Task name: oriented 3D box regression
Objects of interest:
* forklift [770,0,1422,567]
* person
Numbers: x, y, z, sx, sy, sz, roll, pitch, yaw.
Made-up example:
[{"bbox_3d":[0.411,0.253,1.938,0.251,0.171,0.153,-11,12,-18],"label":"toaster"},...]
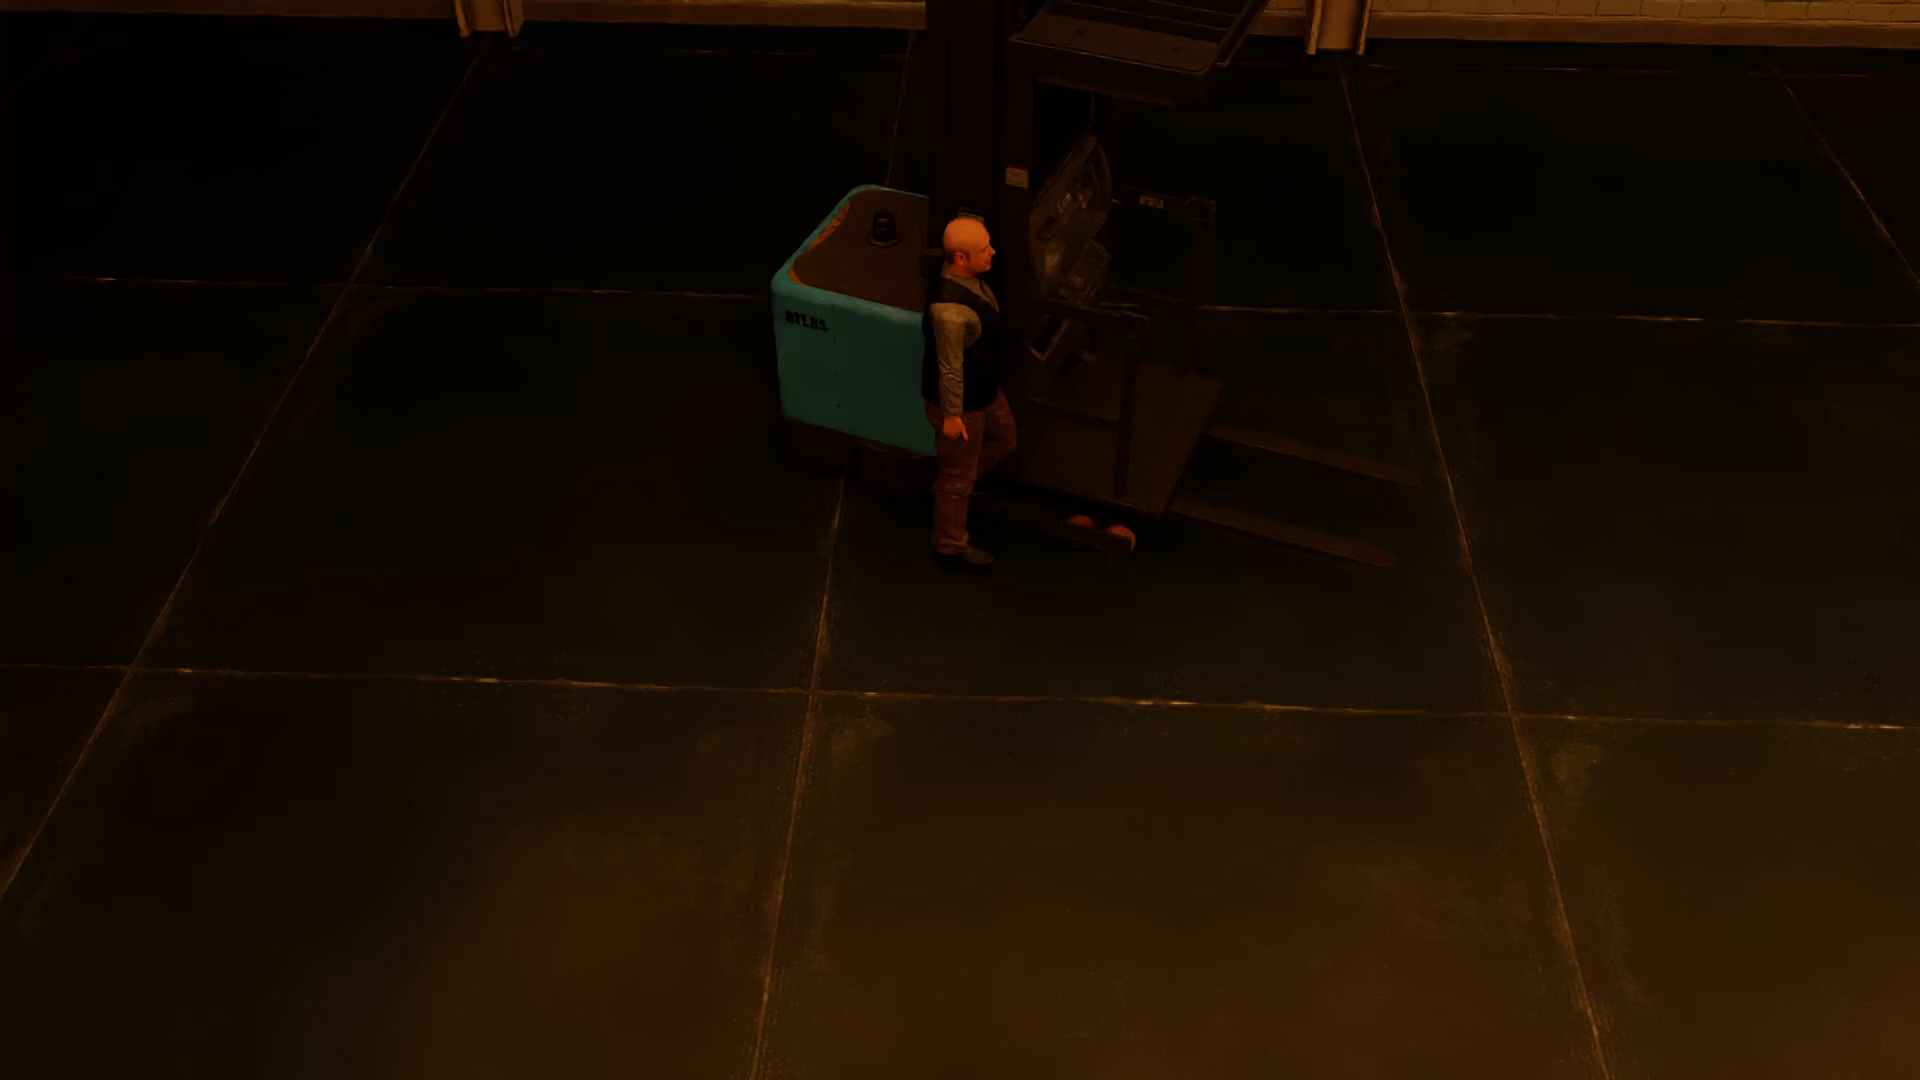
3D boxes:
[{"bbox_3d":[0.674,-1.399,7.275,3.031,2.935,1.130,16,45,16],"label":"forklift"},{"bbox_3d":[0.059,-0.656,7.317,0.455,1.729,0.529,2,42,2],"label":"person"}]
